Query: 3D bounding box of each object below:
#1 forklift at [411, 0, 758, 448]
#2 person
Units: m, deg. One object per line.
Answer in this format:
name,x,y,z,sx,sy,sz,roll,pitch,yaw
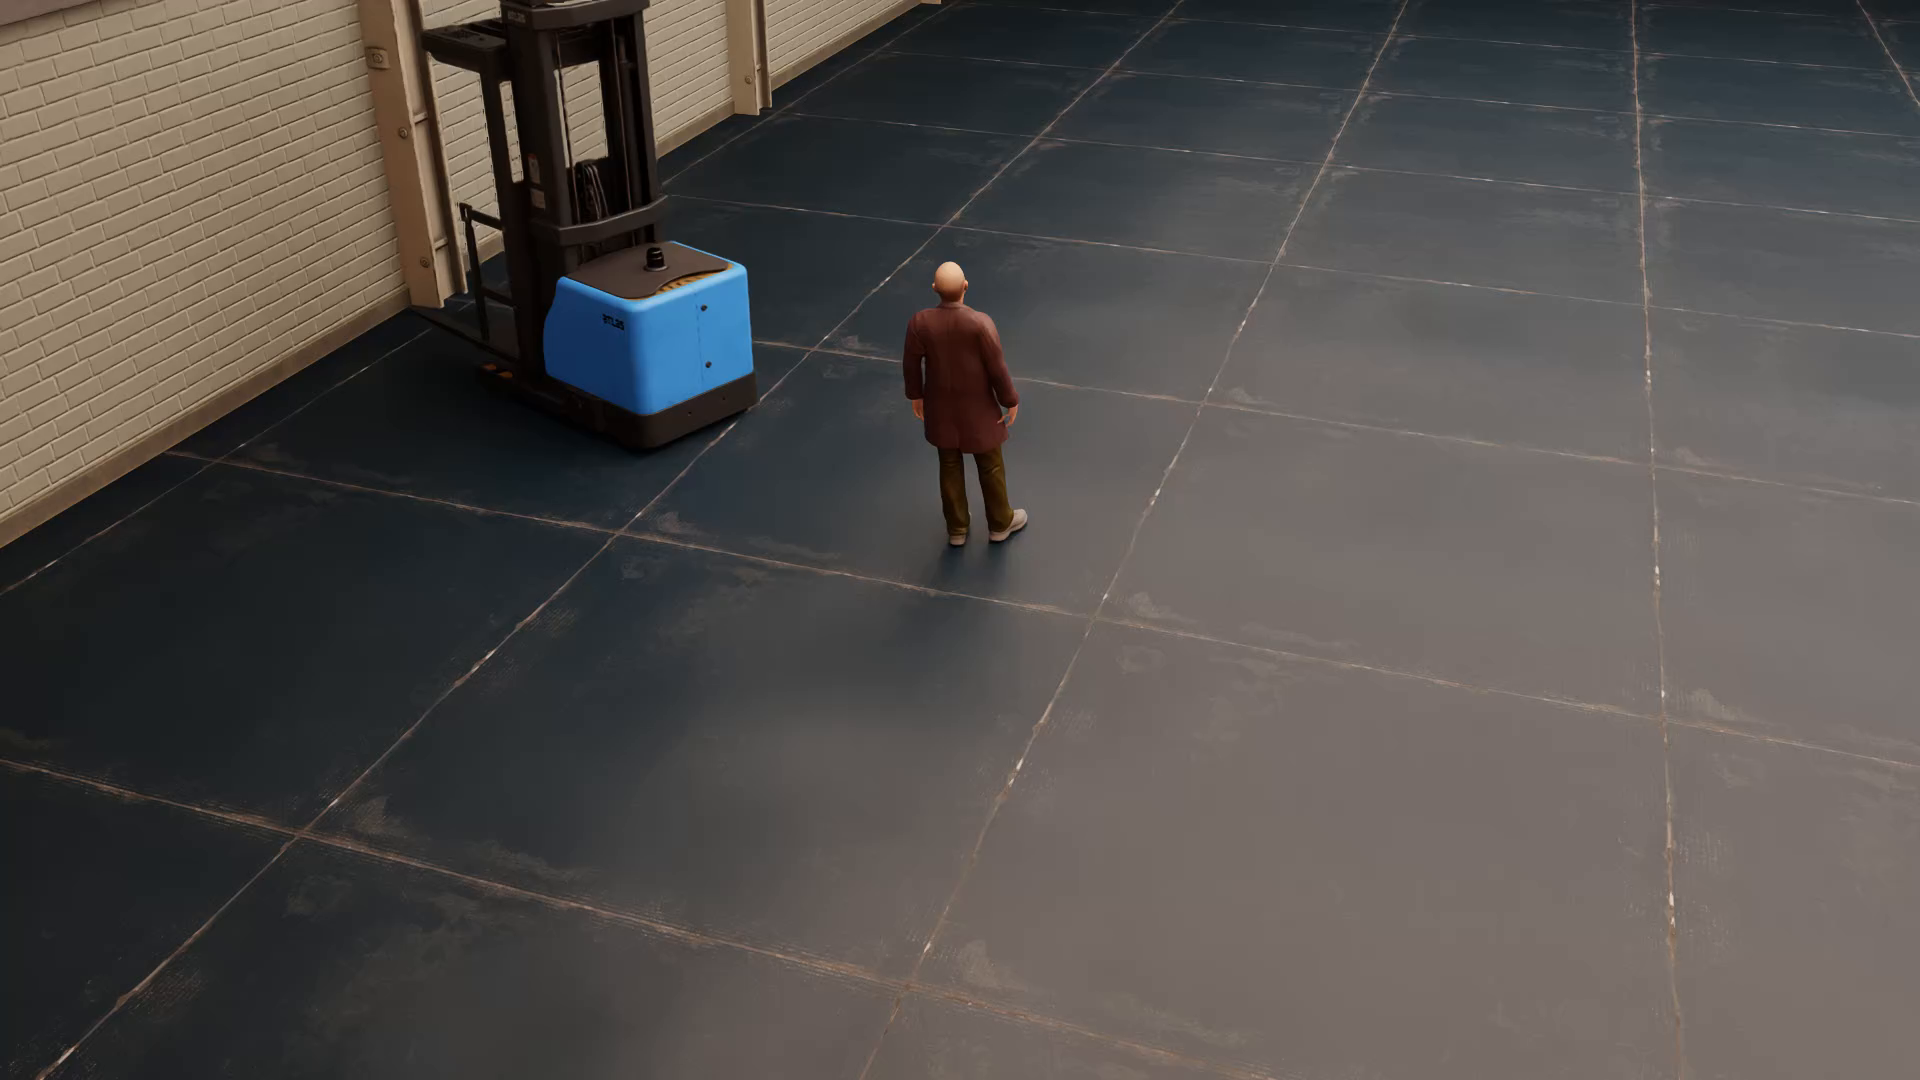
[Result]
forklift,-2.859,-2.487,11.499,3.031,2.935,1.130,23,37,35
person,0.033,-0.822,9.726,0.698,1.778,0.579,10,31,16
